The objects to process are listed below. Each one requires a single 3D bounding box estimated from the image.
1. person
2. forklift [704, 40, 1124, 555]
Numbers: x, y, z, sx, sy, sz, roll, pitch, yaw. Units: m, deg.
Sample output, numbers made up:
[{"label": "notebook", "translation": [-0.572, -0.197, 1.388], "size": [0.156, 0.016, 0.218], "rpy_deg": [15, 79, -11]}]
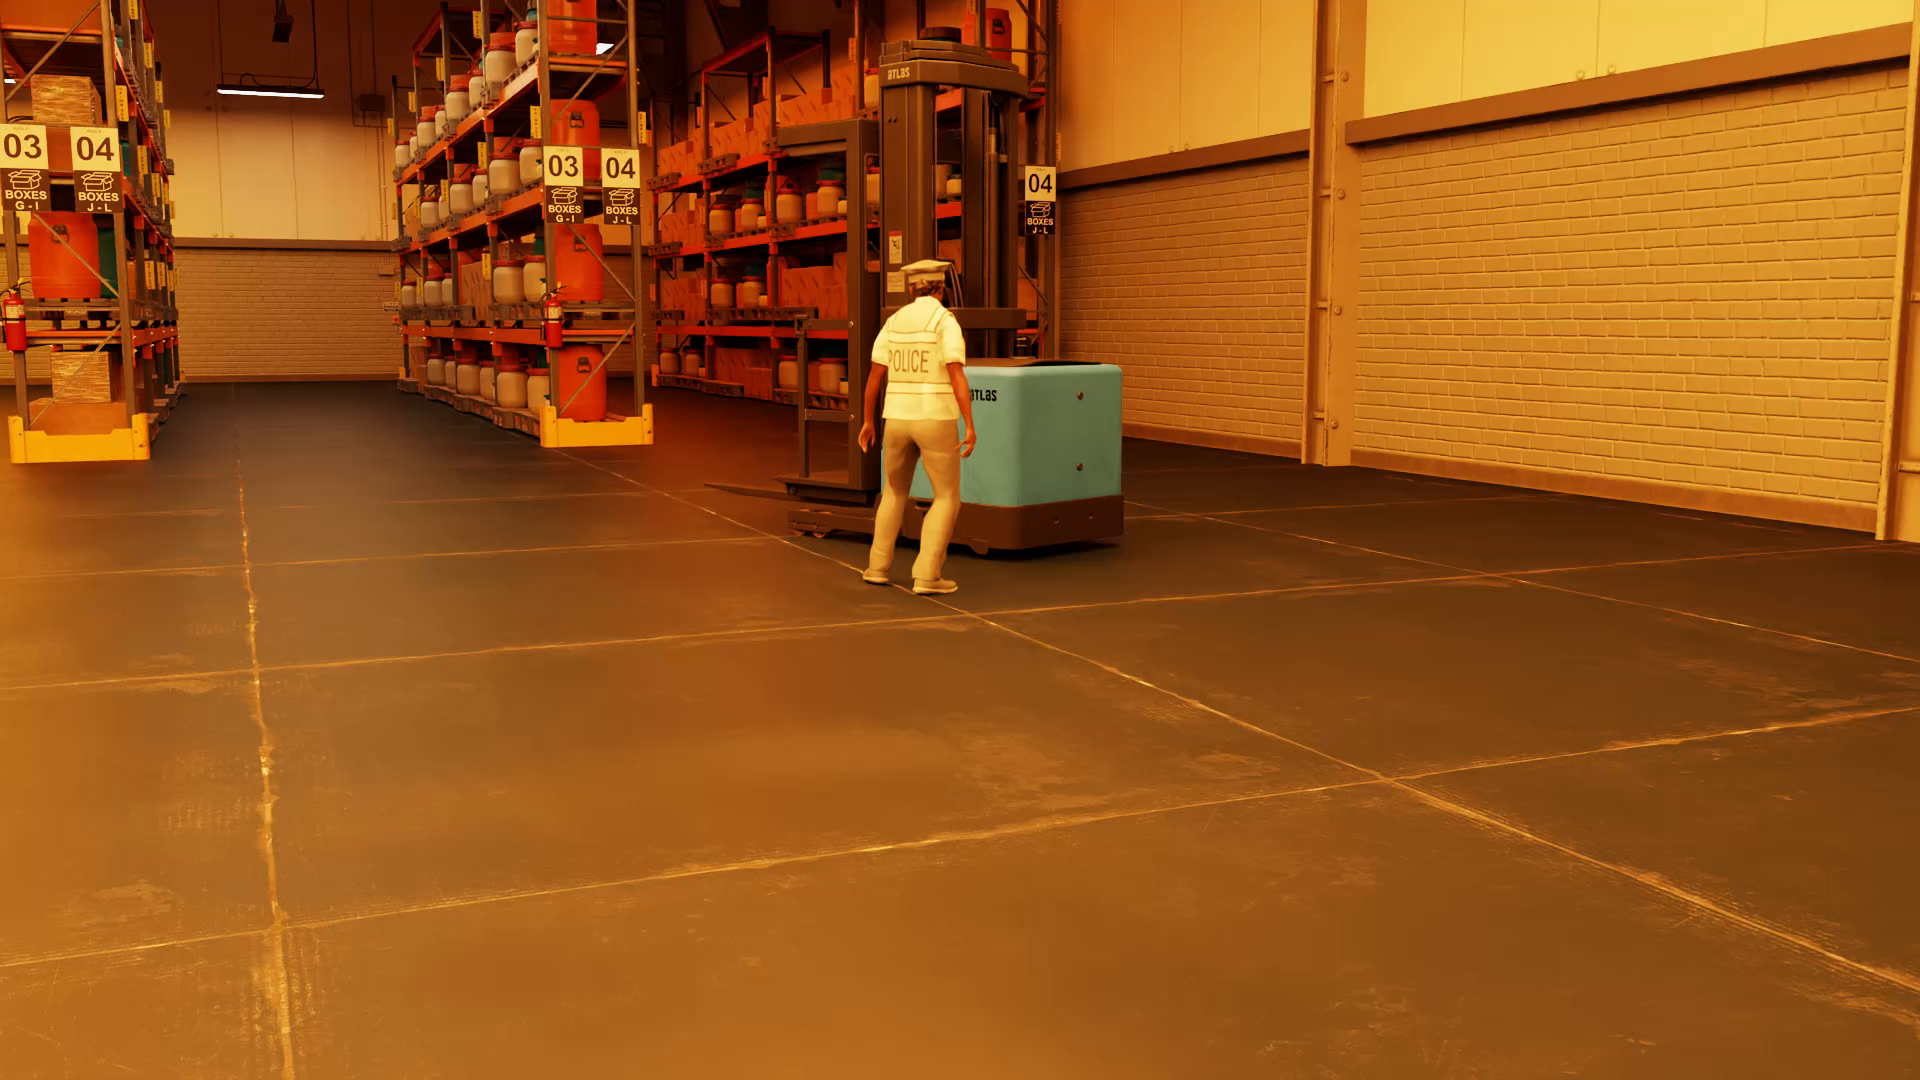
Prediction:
[{"label": "person", "translation": [-0.211, -0.560, 8.216], "size": [0.788, 1.632, 0.397], "rpy_deg": [5, 9, 33]}, {"label": "forklift", "translation": [-0.436, -1.509, 10.383], "size": [3.031, 2.935, 1.130], "rpy_deg": [7, 10, 44]}]
